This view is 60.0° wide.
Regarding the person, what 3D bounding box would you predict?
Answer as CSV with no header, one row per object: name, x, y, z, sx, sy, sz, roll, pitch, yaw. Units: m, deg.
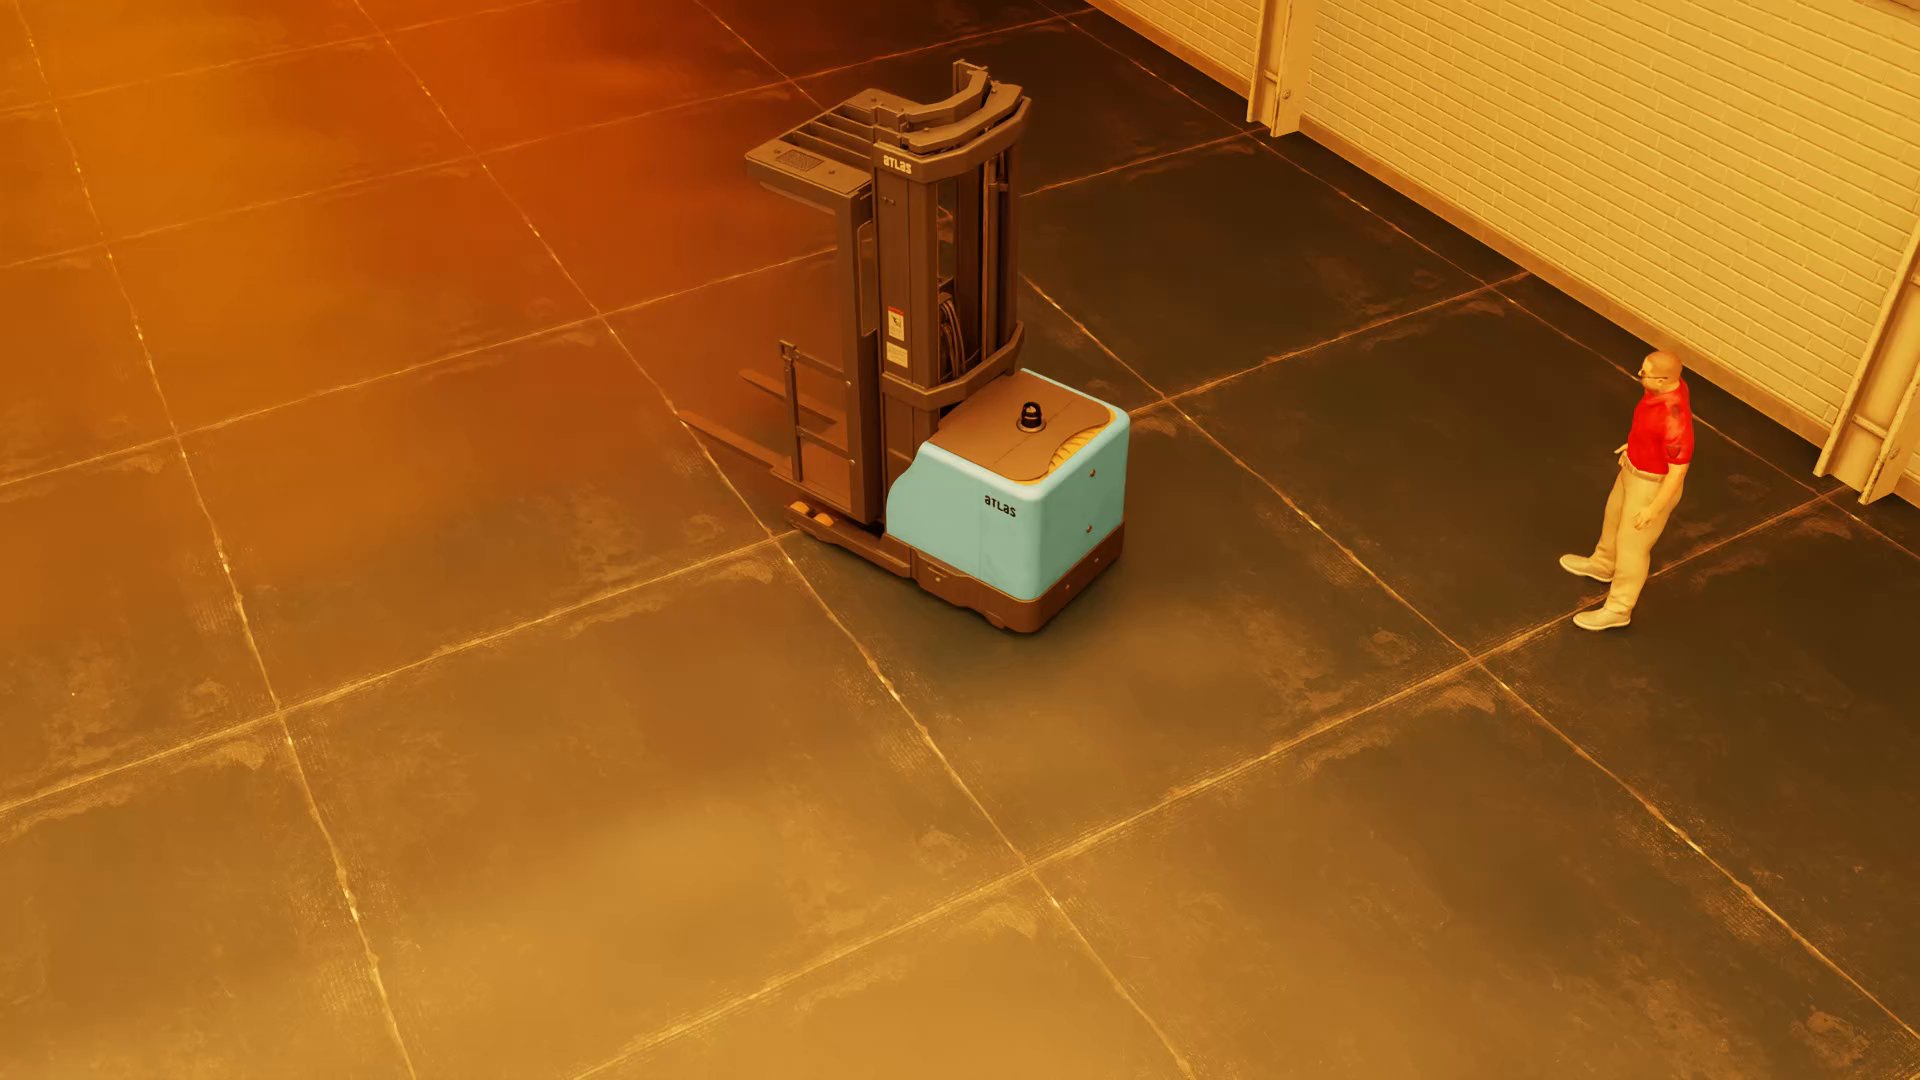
person,3.828,-0.329,9.377,0.453,1.735,0.677,8,40,10

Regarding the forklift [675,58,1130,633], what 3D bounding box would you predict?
forklift,-0.481,-1.366,9.683,3.031,2.935,1.130,26,46,28
